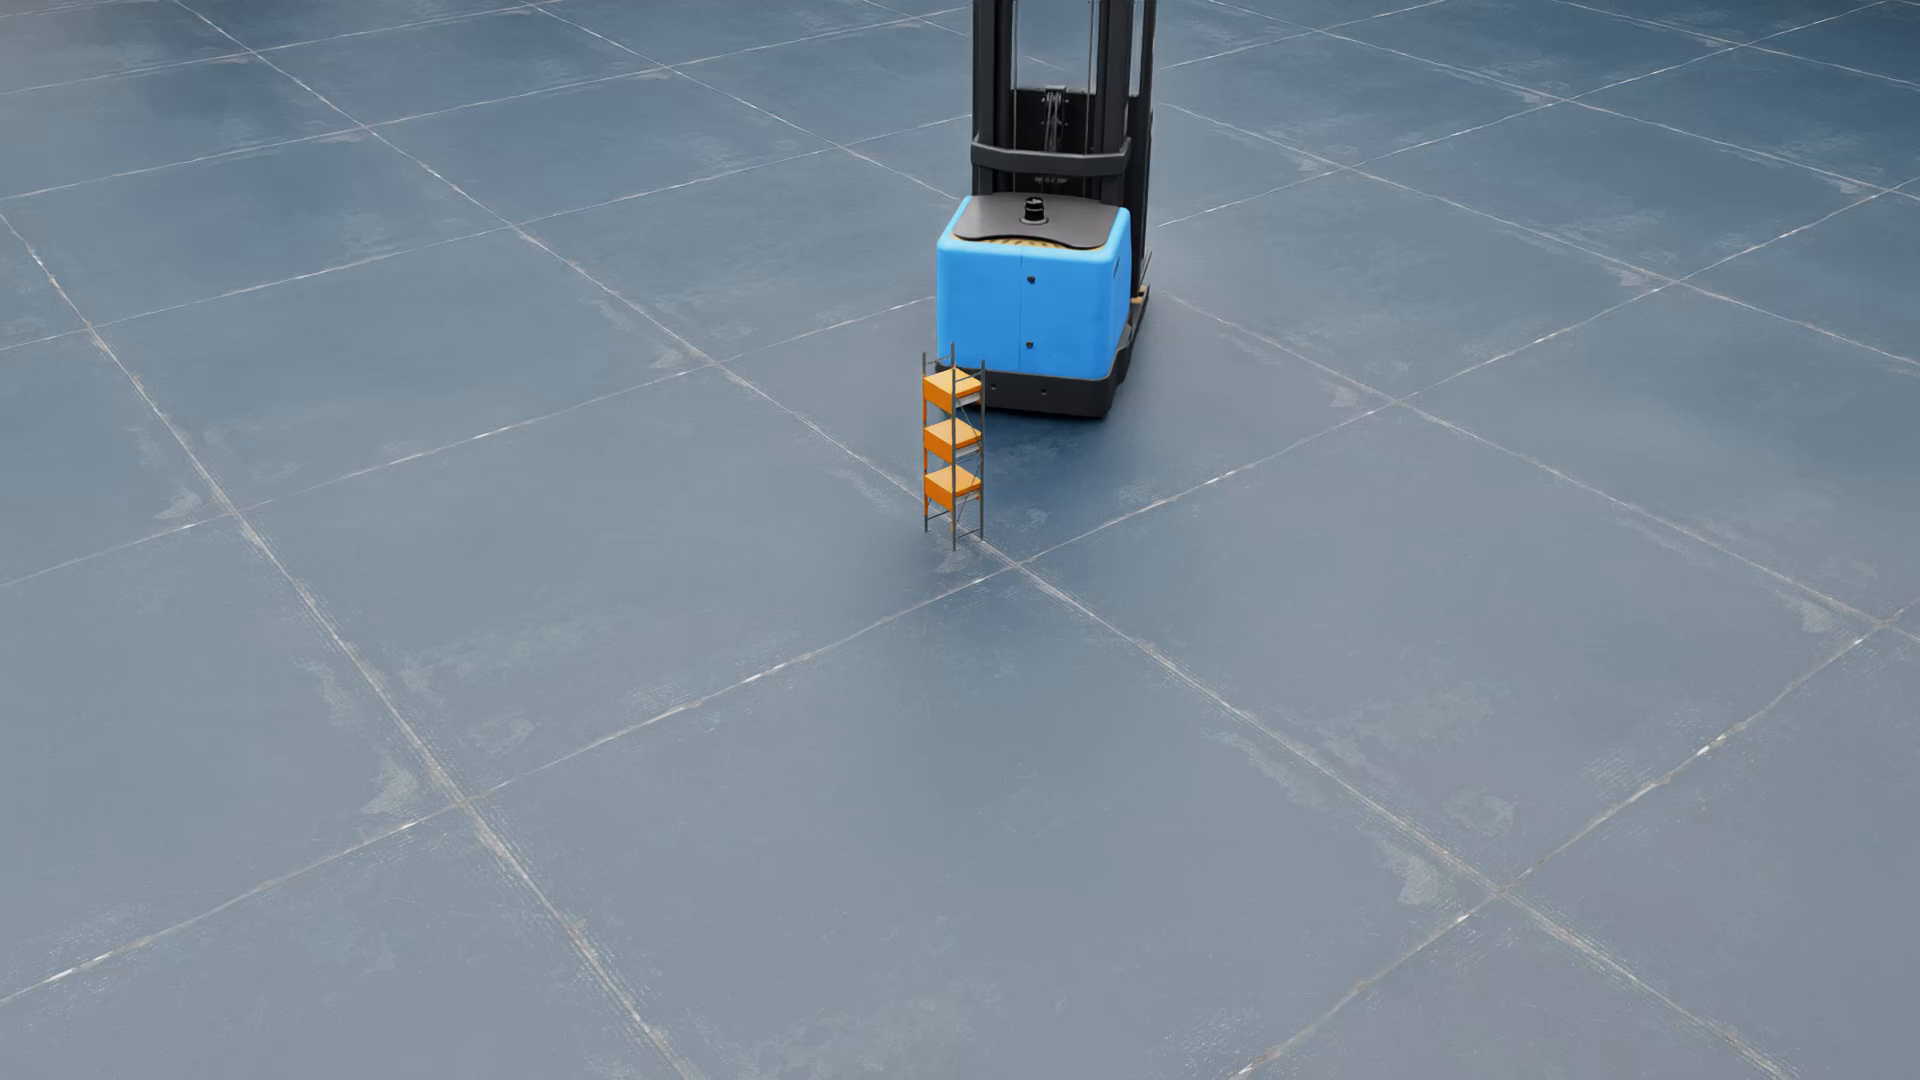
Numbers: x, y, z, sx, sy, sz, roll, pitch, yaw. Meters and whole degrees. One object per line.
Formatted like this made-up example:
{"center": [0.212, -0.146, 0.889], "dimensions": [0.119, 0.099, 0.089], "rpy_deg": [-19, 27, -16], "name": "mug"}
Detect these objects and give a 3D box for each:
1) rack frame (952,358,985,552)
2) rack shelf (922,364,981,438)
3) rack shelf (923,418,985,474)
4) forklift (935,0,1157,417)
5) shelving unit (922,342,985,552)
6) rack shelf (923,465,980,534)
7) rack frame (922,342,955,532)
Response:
{"center": [0.042, -0.417, 8.427], "dimensions": [0.200, 1.050, 0.008], "rpy_deg": [-22, 38, -31], "name": "rack frame"}
{"center": [-0.033, -0.700, 8.365], "dimensions": [0.215, 0.259, 0.240], "rpy_deg": [-22, 38, -31], "name": "rack shelf"}
{"center": [-0.033, -0.459, 8.515], "dimensions": [0.215, 0.259, 0.240], "rpy_deg": [-22, 38, -31], "name": "rack shelf"}
{"center": [0.669, -2.737, 10.379], "dimensions": [1.130, 2.935, 3.031], "rpy_deg": [7, 32, 11], "name": "forklift"}
{"center": [-0.033, -0.468, 8.509], "dimensions": [0.215, 1.050, 0.252], "rpy_deg": [-22, 38, -31], "name": "shelving unit"}
{"center": [-0.033, -0.223, 8.661], "dimensions": [0.215, 0.259, 0.240], "rpy_deg": [-22, 38, -31], "name": "rack shelf"}
{"center": [-0.108, -0.519, 8.591], "dimensions": [0.200, 1.050, 0.008], "rpy_deg": [-22, 38, -31], "name": "rack frame"}
